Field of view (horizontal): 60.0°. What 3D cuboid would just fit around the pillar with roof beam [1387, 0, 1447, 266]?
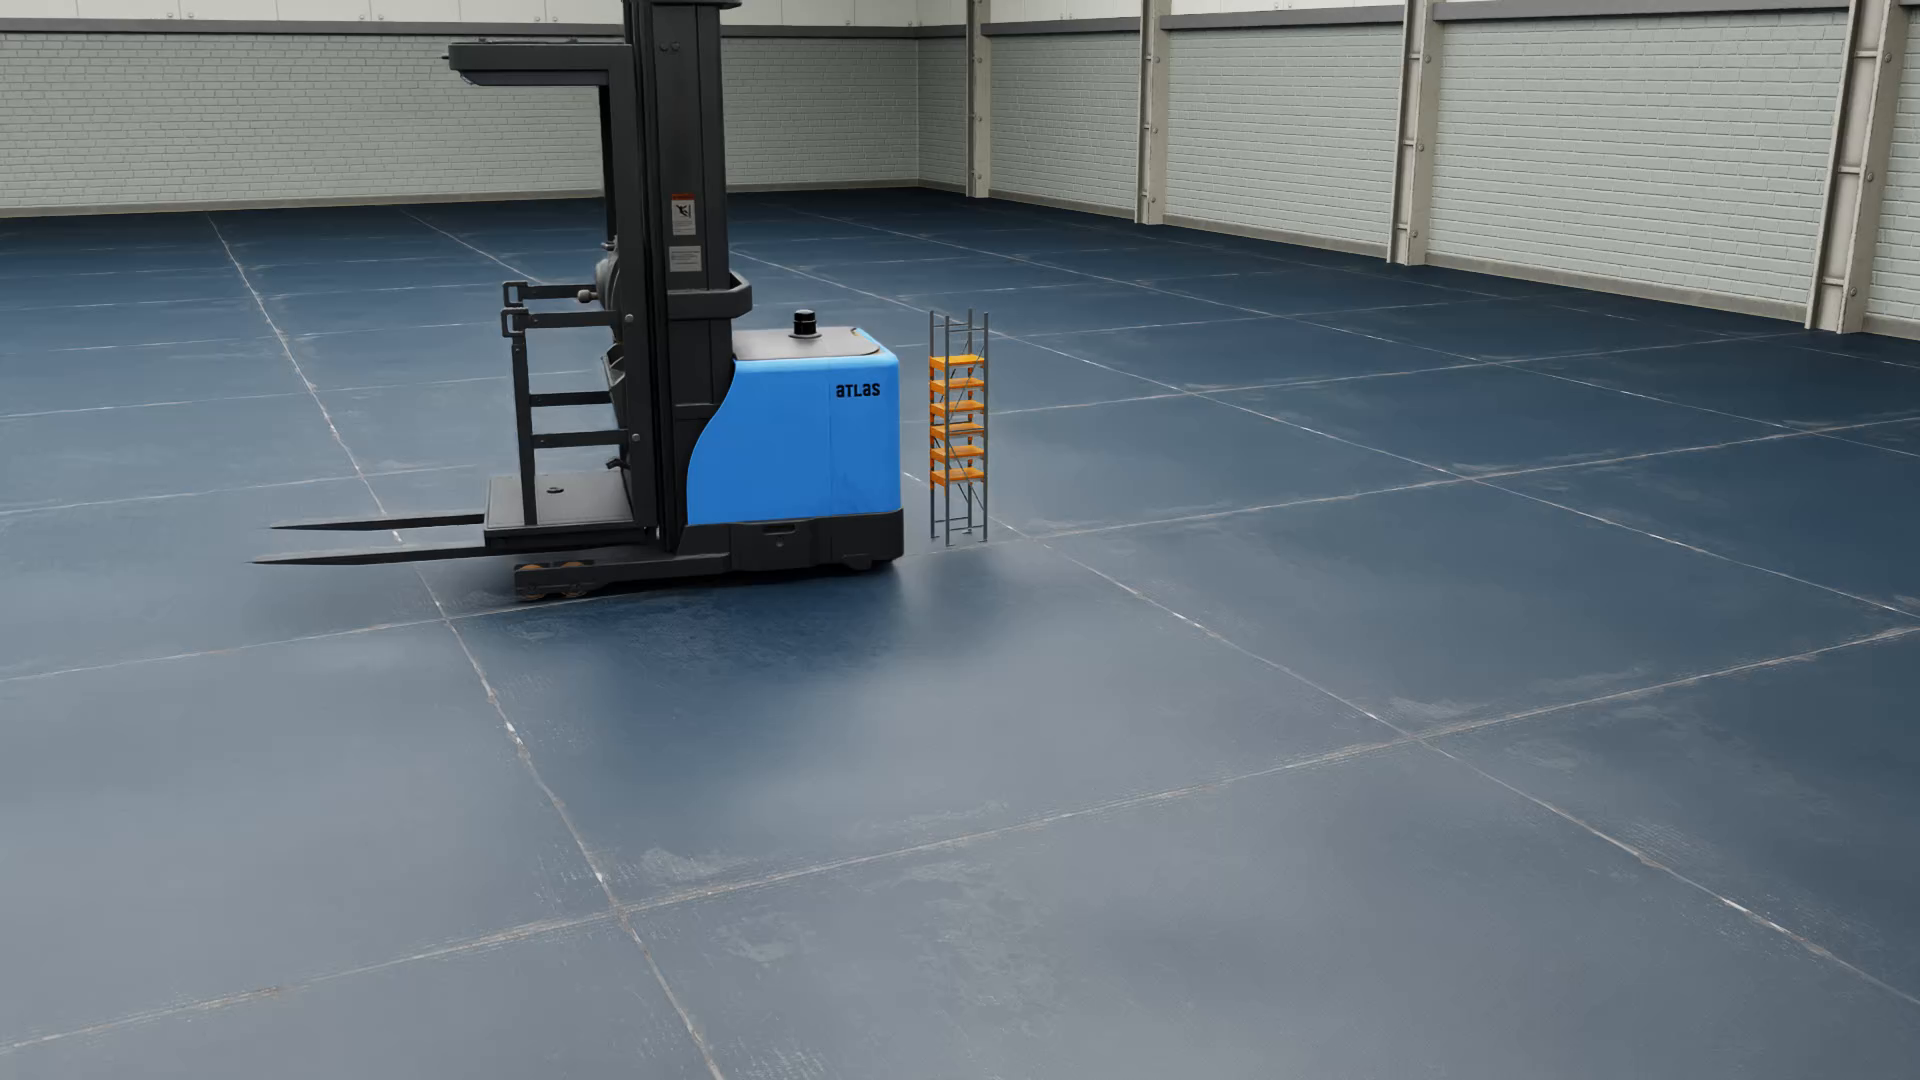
[{"bbox_3d":[1.723,-7.273,17.780,9.100,9.000,0.400,-8,18,-25],"label":"pillar with roof beam"}]

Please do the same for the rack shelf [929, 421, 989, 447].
[{"bbox_3d":[-0.006,-0.538,8.610,0.258,0.103,0.180,-8,18,-25],"label":"rack shelf"}]

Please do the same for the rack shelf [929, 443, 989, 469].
[{"bbox_3d":[-0.006,-0.422,8.643,0.258,0.103,0.180,-8,18,-25],"label":"rack shelf"}]

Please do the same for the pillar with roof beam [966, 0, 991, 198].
[{"bbox_3d":[-3.534,-10.248,28.148,9.100,9.000,0.400,-8,18,-25],"label":"pillar with roof beam"}]

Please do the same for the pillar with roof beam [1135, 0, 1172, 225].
[{"bbox_3d":[-0.905,-8.760,22.964,9.100,9.000,0.400,-8,18,-25],"label":"pillar with roof beam"}]

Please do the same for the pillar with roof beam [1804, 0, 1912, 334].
[{"bbox_3d":[4.352,-5.785,12.595,9.100,9.000,0.400,-8,18,-25],"label":"pillar with roof beam"}]

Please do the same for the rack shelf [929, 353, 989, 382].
[{"bbox_3d":[-0.006,-0.884,8.511,0.258,0.103,0.180,-8,18,-25],"label":"rack shelf"}]

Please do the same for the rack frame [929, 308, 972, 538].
[{"bbox_3d":[-0.046,-0.603,8.677,0.240,1.200,0.006,-8,18,-25],"label":"rack frame"}]

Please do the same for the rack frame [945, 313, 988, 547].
[{"bbox_3d":[0.034,-0.558,8.519,0.240,1.200,0.006,-8,18,-25],"label":"rack frame"}]

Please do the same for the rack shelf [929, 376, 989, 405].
[{"bbox_3d":[-0.006,-0.768,8.544,0.258,0.103,0.180,-8,18,-25],"label":"rack shelf"}]

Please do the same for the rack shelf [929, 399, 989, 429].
[{"bbox_3d":[-0.006,-0.653,8.577,0.258,0.103,0.180,-8,18,-25],"label":"rack shelf"}]

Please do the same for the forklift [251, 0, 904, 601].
[{"bbox_3d":[-1.853,-1.287,7.921,3.031,2.935,1.130,-4,16,-14],"label":"forklift"}]

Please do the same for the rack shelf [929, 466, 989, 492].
[{"bbox_3d":[-0.006,-0.307,8.676,0.258,0.103,0.180,-8,18,-25],"label":"rack shelf"}]

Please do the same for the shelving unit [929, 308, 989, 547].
[{"bbox_3d":[-0.006,-0.580,8.598,0.258,1.200,0.189,-8,18,-25],"label":"shelving unit"}]
